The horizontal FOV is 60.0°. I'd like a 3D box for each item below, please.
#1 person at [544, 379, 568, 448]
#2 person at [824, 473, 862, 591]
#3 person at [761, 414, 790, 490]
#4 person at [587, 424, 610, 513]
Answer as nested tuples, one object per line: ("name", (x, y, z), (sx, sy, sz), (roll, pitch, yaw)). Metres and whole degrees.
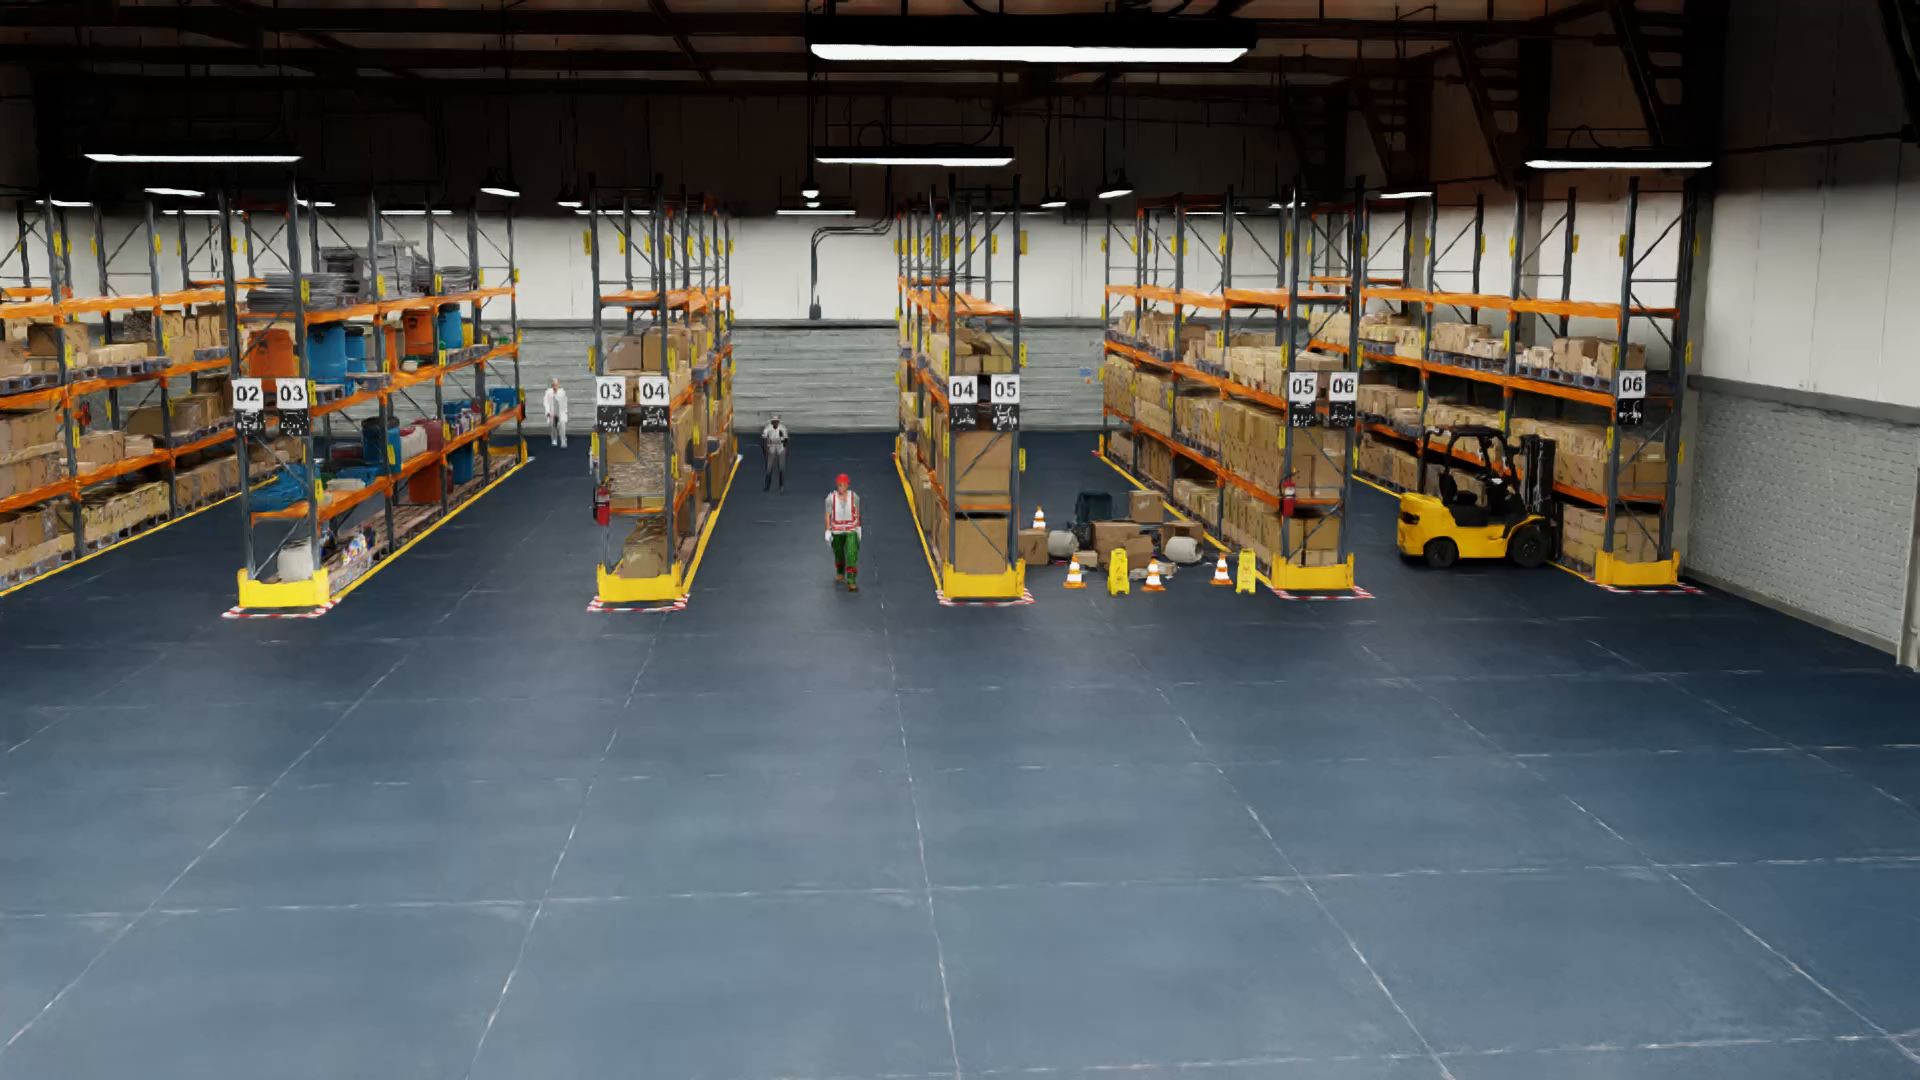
("person", (-10.135, -3.188, 41.726), (0.580, 1.713, 1.105), (-2, 10, -13))
("person", (-1.724, -0.147, 24.533), (0.553, 1.709, 1.123), (0, 10, -3))
("person", (-3.817, -1.826, 34.399), (0.592, 1.629, 0.532), (-1, 10, -7))
("person", (-6.861, -1.379, 31.626), (0.552, 1.664, 0.573), (3, 11, 18))
